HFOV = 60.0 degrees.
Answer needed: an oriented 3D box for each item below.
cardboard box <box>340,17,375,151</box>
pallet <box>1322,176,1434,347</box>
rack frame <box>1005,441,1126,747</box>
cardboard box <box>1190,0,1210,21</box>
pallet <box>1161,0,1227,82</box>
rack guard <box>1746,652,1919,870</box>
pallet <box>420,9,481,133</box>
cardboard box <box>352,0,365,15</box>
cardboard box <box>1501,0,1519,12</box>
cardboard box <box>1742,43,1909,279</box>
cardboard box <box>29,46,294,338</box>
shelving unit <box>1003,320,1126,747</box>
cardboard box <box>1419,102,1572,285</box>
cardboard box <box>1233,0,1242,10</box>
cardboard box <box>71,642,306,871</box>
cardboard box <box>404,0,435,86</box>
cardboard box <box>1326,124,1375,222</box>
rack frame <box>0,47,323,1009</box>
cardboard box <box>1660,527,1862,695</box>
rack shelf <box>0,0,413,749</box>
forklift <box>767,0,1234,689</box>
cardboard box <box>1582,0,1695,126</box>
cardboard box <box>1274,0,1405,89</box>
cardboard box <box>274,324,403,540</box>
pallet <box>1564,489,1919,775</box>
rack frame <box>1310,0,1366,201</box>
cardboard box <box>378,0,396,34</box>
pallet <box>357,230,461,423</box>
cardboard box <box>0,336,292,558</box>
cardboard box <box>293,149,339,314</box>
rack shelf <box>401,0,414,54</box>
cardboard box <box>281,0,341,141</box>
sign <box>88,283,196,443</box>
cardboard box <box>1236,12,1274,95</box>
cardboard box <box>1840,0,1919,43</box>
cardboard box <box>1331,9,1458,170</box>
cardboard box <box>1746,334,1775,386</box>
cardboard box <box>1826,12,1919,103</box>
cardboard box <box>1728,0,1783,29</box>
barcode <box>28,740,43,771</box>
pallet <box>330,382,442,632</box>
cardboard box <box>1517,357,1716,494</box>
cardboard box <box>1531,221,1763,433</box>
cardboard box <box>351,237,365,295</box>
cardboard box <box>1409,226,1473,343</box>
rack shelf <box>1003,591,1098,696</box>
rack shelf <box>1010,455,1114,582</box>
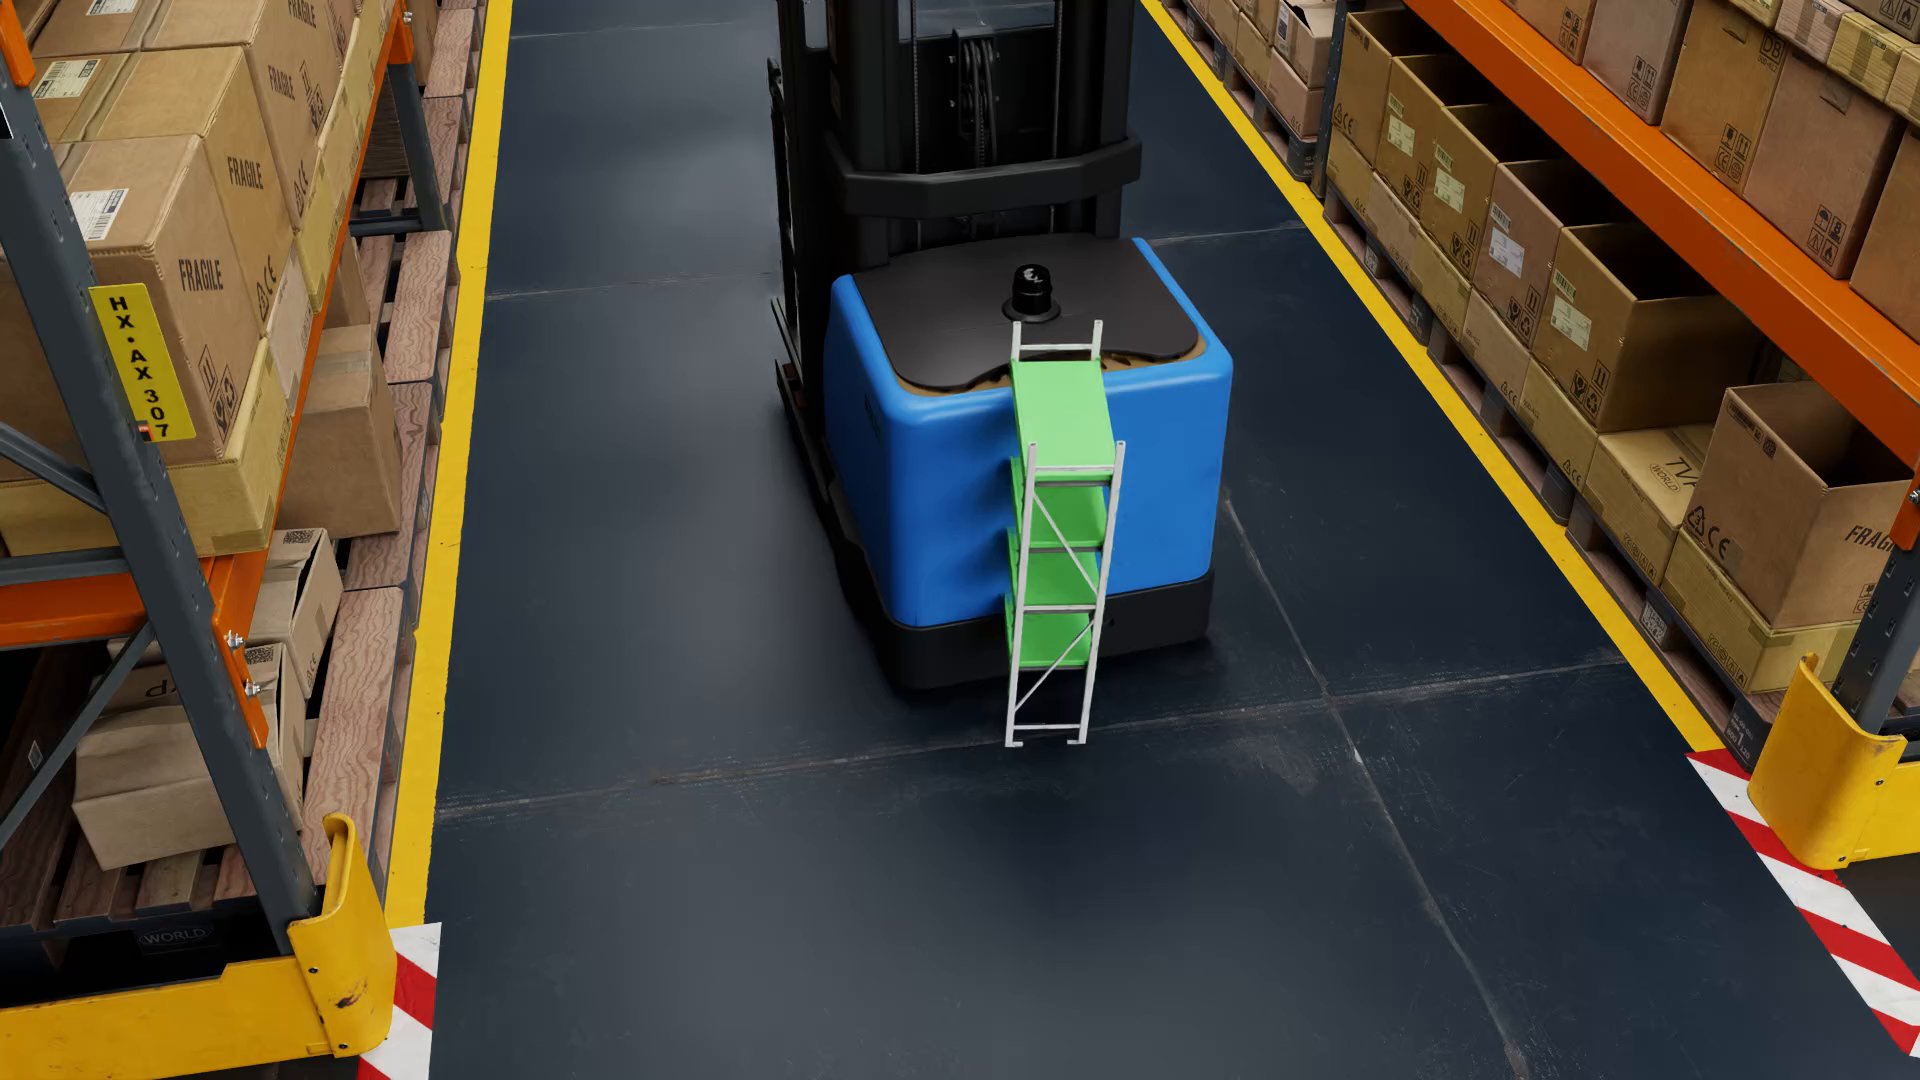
[{"bbox_3d":[-2.150,-1.422,5.242,0.500,0.250,0.500,-6,38,-8],"label":"cardboard box"},{"bbox_3d":[2.261,-1.280,7.226,1.003,0.211,1.213,-6,38,-8],"label":"pallet"},{"bbox_3d":[0.272,0.186,4.542,0.240,1.200,0.015,-1,45,-3],"label":"rack frame"},{"bbox_3d":[1.540,-3.088,9.178,0.500,0.250,0.500,-5,38,-7],"label":"cardboard box"},{"bbox_3d":[1.778,-2.944,9.368,1.003,0.211,1.213,-6,38,-8],"label":"pallet"},{"bbox_3d":[2.868,0.551,4.633,1.175,0.500,0.348,-6,38,-8],"label":"rack guard"},{"bbox_3d":[-3.069,-2.439,8.717,1.003,0.211,1.213,-6,38,-8],"label":"pallet"},{"bbox_3d":[-2.233,-2.023,5.404,0.500,0.500,0.500,-6,38,-8],"label":"cardboard box"},{"bbox_3d":[2.346,-2.321,6.210,0.700,0.500,0.500,-7,38,-8],"label":"cardboard box"},{"bbox_3d":[2.698,-1.090,4.626,0.700,0.500,0.500,-5,38,-7],"label":"cardboard box"},{"bbox_3d":[-1.877,-0.780,3.804,0.500,0.500,0.500,-6,38,-8],"label":"cardboard box"},{"bbox_3d":[0.259,0.013,4.714,0.258,1.200,0.503,-1,45,-3],"label":"shelving unit"},{"bbox_3d":[2.111,-1.325,6.298,0.500,0.500,0.500,-6,38,-8],"label":"cardboard box"},{"bbox_3d":[1.627,-2.997,8.604,0.500,0.311,0.500,-6,38,-8],"label":"cardboard box"},{"bbox_3d":[-2.045,0.545,4.436,0.500,0.311,0.500,-10,39,-13],"label":"cardboard box"},{"bbox_3d":[-3.049,-2.580,8.305,0.700,0.500,0.500,-6,38,-7],"label":"cardboard box"},{"bbox_3d":[1.946,-1.634,7.307,0.500,0.250,0.500,-6,38,-8],"label":"cardboard box"},{"bbox_3d":[-2.012,0.085,3.196,1.000,3.000,0.127,-6,38,-8],"label":"rack frame"},{"bbox_3d":[2.479,0.178,4.975,0.500,0.250,0.500,-6,38,-8],"label":"cardboard box"},{"bbox_3d":[-2.363,-0.839,4.971,1.077,0.370,4.000,-6,38,-8],"label":"rack shelf"},{"bbox_3d":[-0.080,-1.612,5.436,1.130,2.935,3.031,-9,39,-12],"label":"forklift"},{"bbox_3d":[2.521,-1.708,5.422,0.700,0.500,0.500,-5,38,-7],"label":"cardboard box"},{"bbox_3d":[1.810,-2.382,7.812,0.500,0.311,0.500,-6,38,-8],"label":"cardboard box"},{"bbox_3d":[-2.224,-0.322,5.399,0.700,0.500,0.500,-9,39,-11],"label":"cardboard box"},{"bbox_3d":[2.689,0.193,5.329,1.003,0.211,1.213,-6,38,-8],"label":"pallet"},{"bbox_3d":[2.163,-2.866,6.994,1.000,3.000,0.127,-6,38,-8],"label":"rack frame"},{"bbox_3d":[-2.332,-2.026,6.019,0.500,0.250,0.500,-6,38,-8],"label":"cardboard box"},{"bbox_3d":[-2.561,-0.828,6.644,1.003,0.211,1.213,-6,38,-8],"label":"pallet"},{"bbox_3d":[-1.785,-0.193,3.659,0.500,0.250,0.500,-7,38,-9],"label":"cardboard box"},{"bbox_3d":[-1.974,-0.813,4.458,0.500,0.250,0.500,-7,38,-9],"label":"cardboard box"},{"bbox_3d":[-3.064,-3.255,8.081,1.077,0.370,4.000,-6,38,-8],"label":"rack shelf"},{"bbox_3d":[-2.064,-1.404,4.606,0.500,0.500,0.500,-5,38,-7],"label":"cardboard box"},{"bbox_3d":[-1.478,-0.316,3.006,0.100,0.325,0.005,-6,38,-8],"label":"sign"},{"bbox_3d":[1.718,-2.471,8.385,0.500,0.250,0.500,-7,38,-9],"label":"cardboard box"},{"bbox_3d":[2.688,-1.634,4.270,0.700,0.500,0.500,-7,38,-9],"label":"cardboard box"},{"bbox_3d":[1.936,-1.929,7.075,0.500,0.500,0.500,-6,38,-8],"label":"cardboard box"},{"bbox_3d":[2.799,-0.777,5.592,0.500,0.500,0.500,-6,38,-8],"label":"cardboard box"},{"bbox_3d":[2.517,-1.269,4.328,0.380,0.149,0.250,-7,38,-9],"label":"cardboard box"},{"bbox_3d":[2.429,-1.579,4.728,0.380,0.149,0.250,-5,38,-7],"label":"cardboard box"},{"bbox_3d":[-2.442,0.574,4.392,0.001,0.075,0.075,-6,38,-8],"label":"barcode"},{"bbox_3d":[-2.344,-0.090,5.693,1.003,0.211,1.213,-6,38,-8],"label":"pallet"},{"bbox_3d":[2.290,-0.425,5.751,0.500,0.250,0.500,-6,38,-8],"label":"cardboard box"},{"bbox_3d":[2.287,-0.721,5.520,0.500,0.500,0.500,-6,38,-8],"label":"cardboard box"},{"bbox_3d":[-2.590,-1.066,6.628,0.380,0.166,0.250,-11,39,-14],"label":"cardboard box"},{"bbox_3d":[2.111,-1.028,6.528,0.500,0.250,0.500,-6,38,-8],"label":"cardboard box"},{"bbox_3d":[0.249,0.228,4.929,0.258,0.148,0.480,-1,45,-3],"label":"rack shelf"},{"bbox_3d":[0.264,-0.111,4.590,0.258,0.148,0.480,-1,45,-3],"label":"rack shelf"}]
